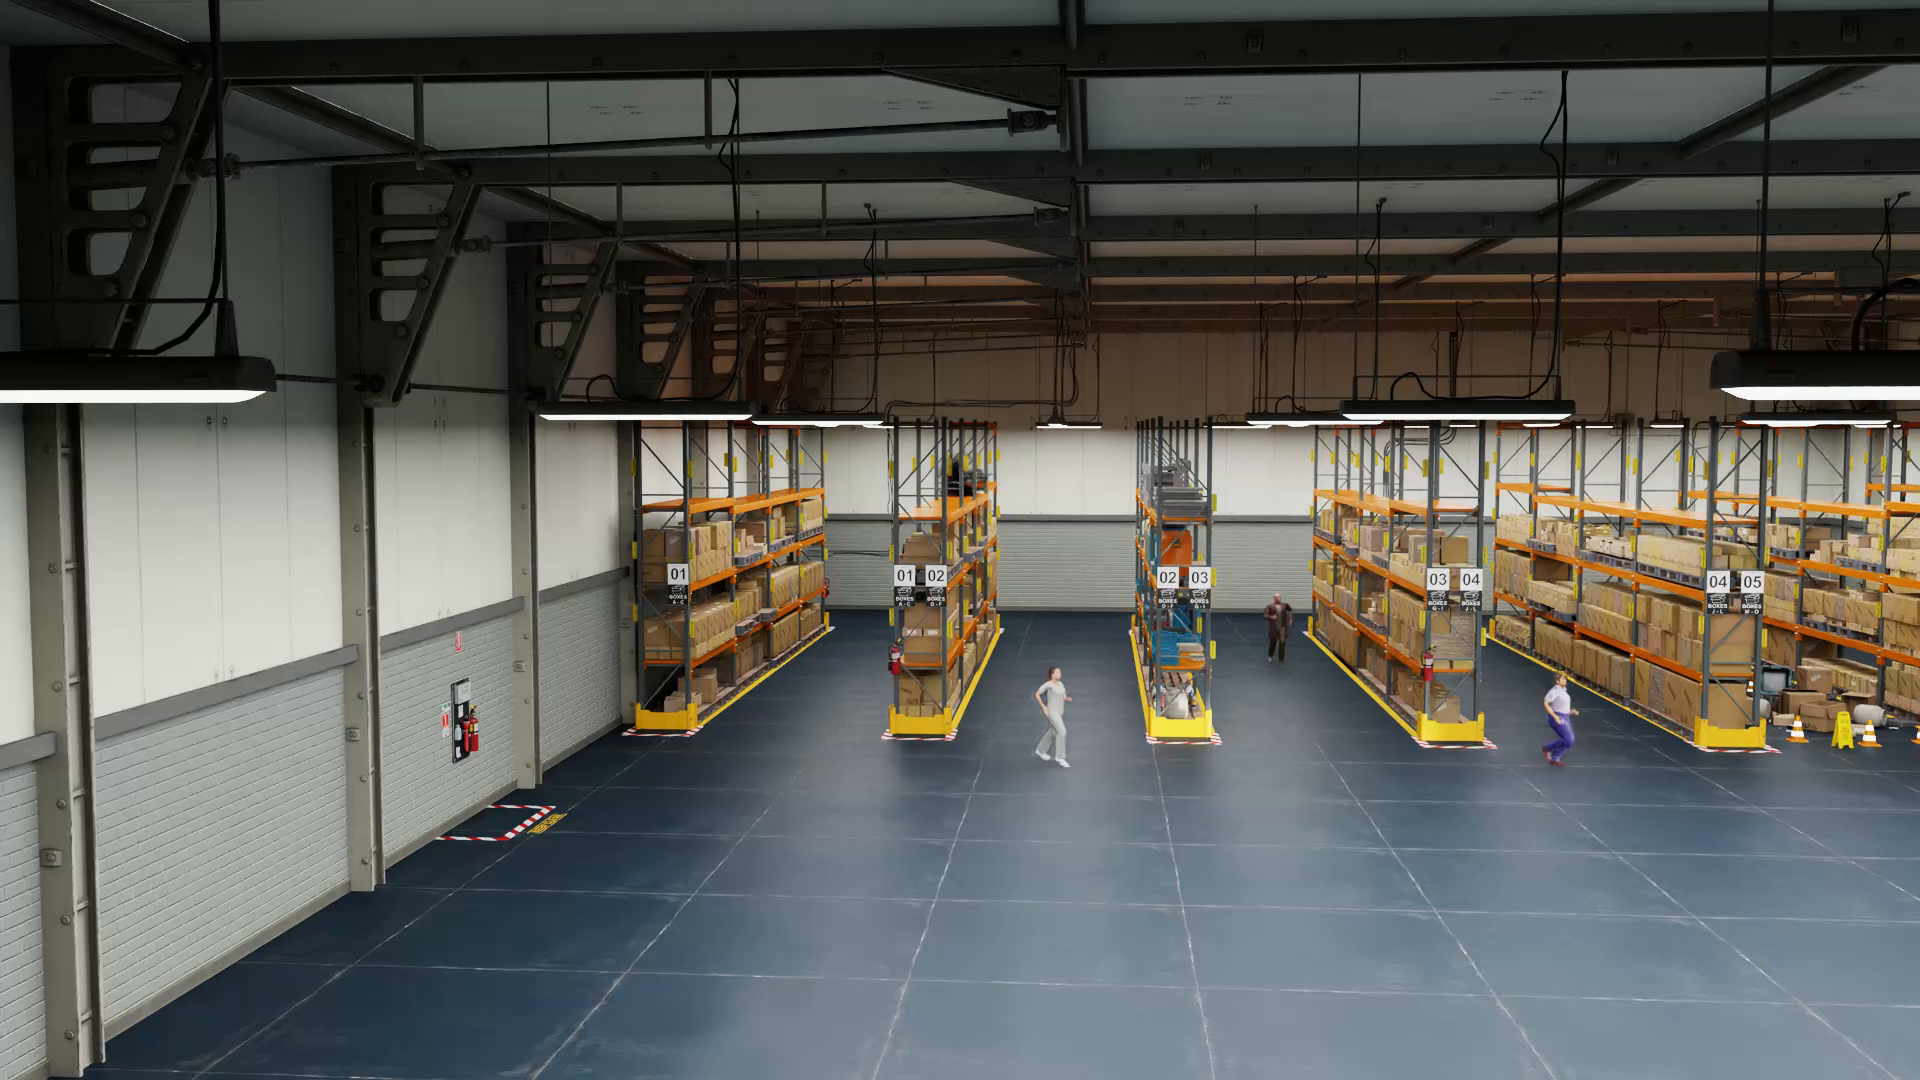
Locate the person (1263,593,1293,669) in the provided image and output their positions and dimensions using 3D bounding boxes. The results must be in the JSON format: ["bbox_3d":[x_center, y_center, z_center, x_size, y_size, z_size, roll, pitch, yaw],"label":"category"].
[{"bbox_3d":[7.743,2.192,40.505,0.730,1.831,0.991,0,4,6],"label":"person"}]

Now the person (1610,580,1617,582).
[{"bbox_3d":[18.827,1.903,47.296,0.765,1.504,0.589,1,4,11],"label":"person"}]

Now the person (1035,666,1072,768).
[{"bbox_3d":[1.597,3.014,28.587,0.761,1.716,0.544,3,4,34],"label":"person"}]

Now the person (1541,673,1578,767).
[{"bbox_3d":[10.250,3.082,28.386,0.551,1.597,0.612,3,5,35],"label":"person"}]
